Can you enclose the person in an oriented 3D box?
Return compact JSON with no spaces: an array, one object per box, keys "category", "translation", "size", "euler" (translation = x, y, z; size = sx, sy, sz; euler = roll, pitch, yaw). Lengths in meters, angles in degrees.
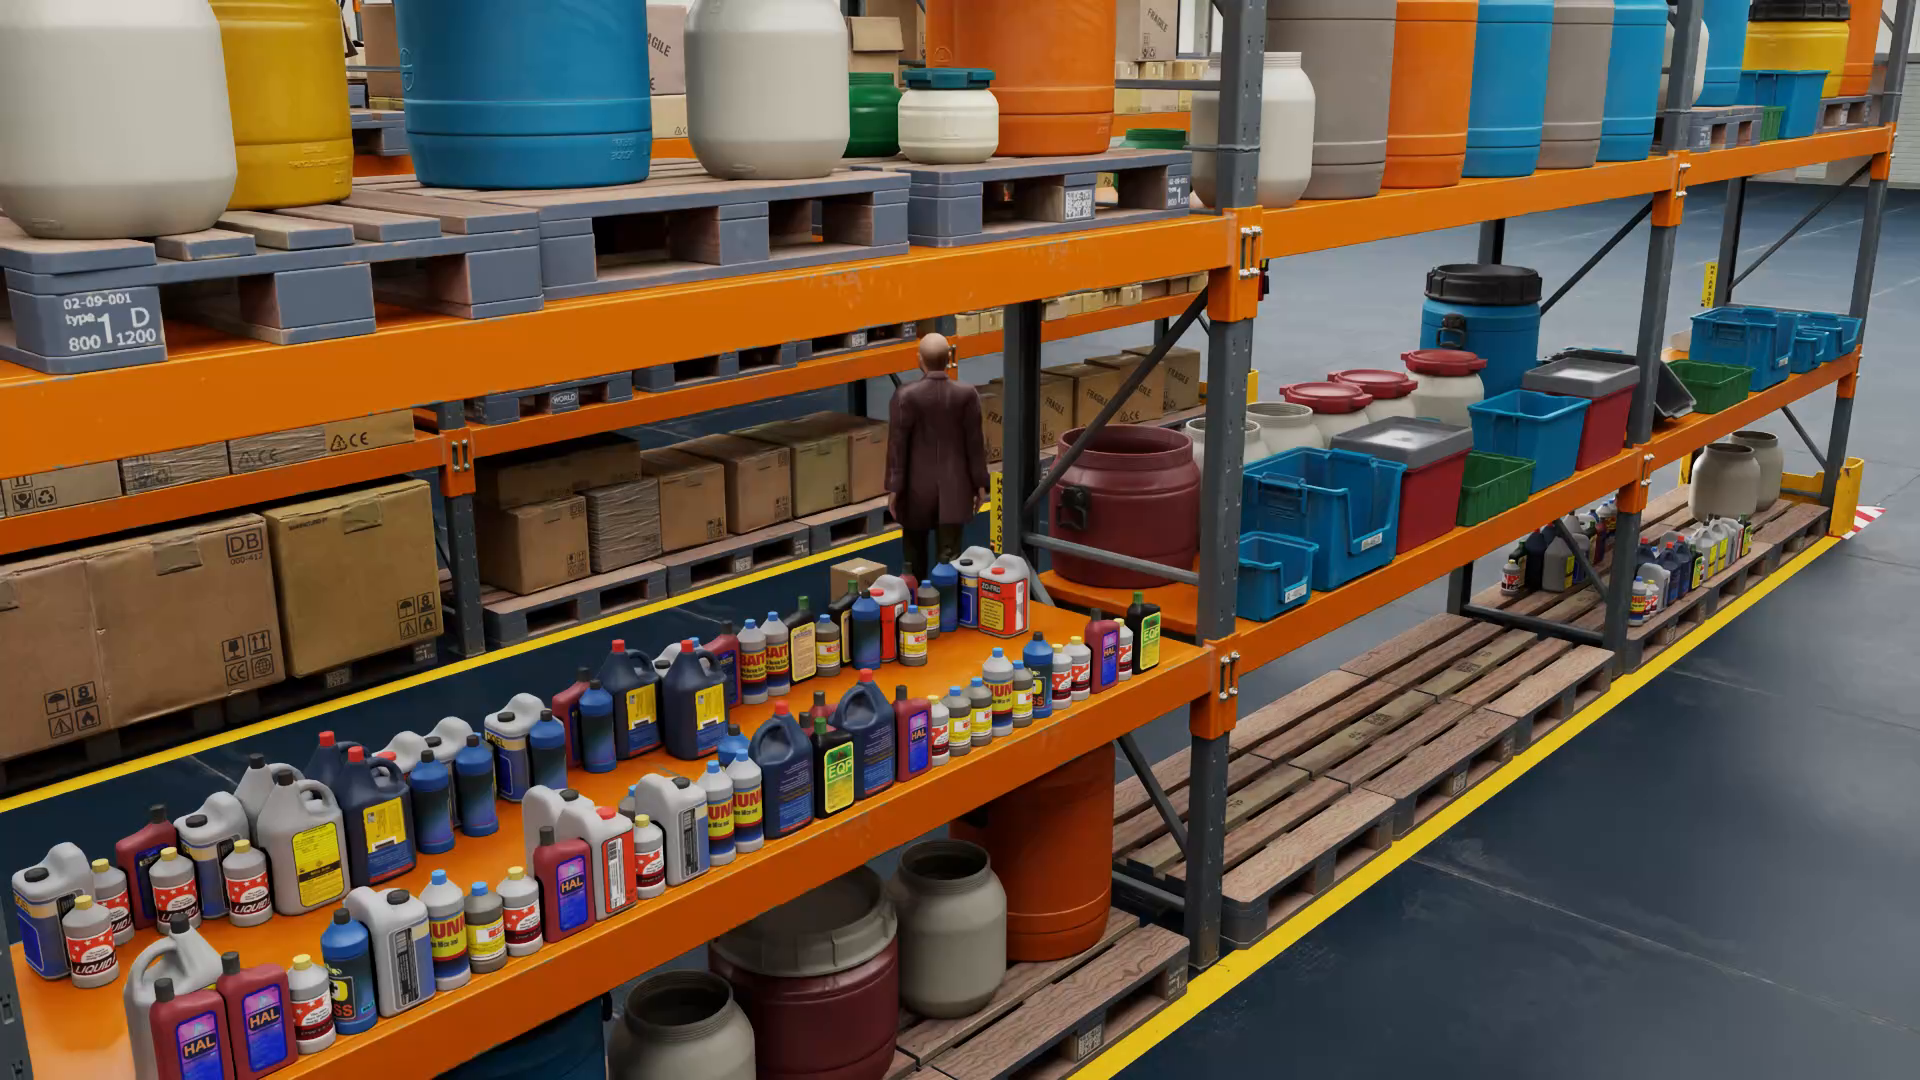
[{"category":"person","translation":[-0.159,-0.348,9.693],"size":[0.625,1.767,0.797],"euler":[-3,17,-9]}]
